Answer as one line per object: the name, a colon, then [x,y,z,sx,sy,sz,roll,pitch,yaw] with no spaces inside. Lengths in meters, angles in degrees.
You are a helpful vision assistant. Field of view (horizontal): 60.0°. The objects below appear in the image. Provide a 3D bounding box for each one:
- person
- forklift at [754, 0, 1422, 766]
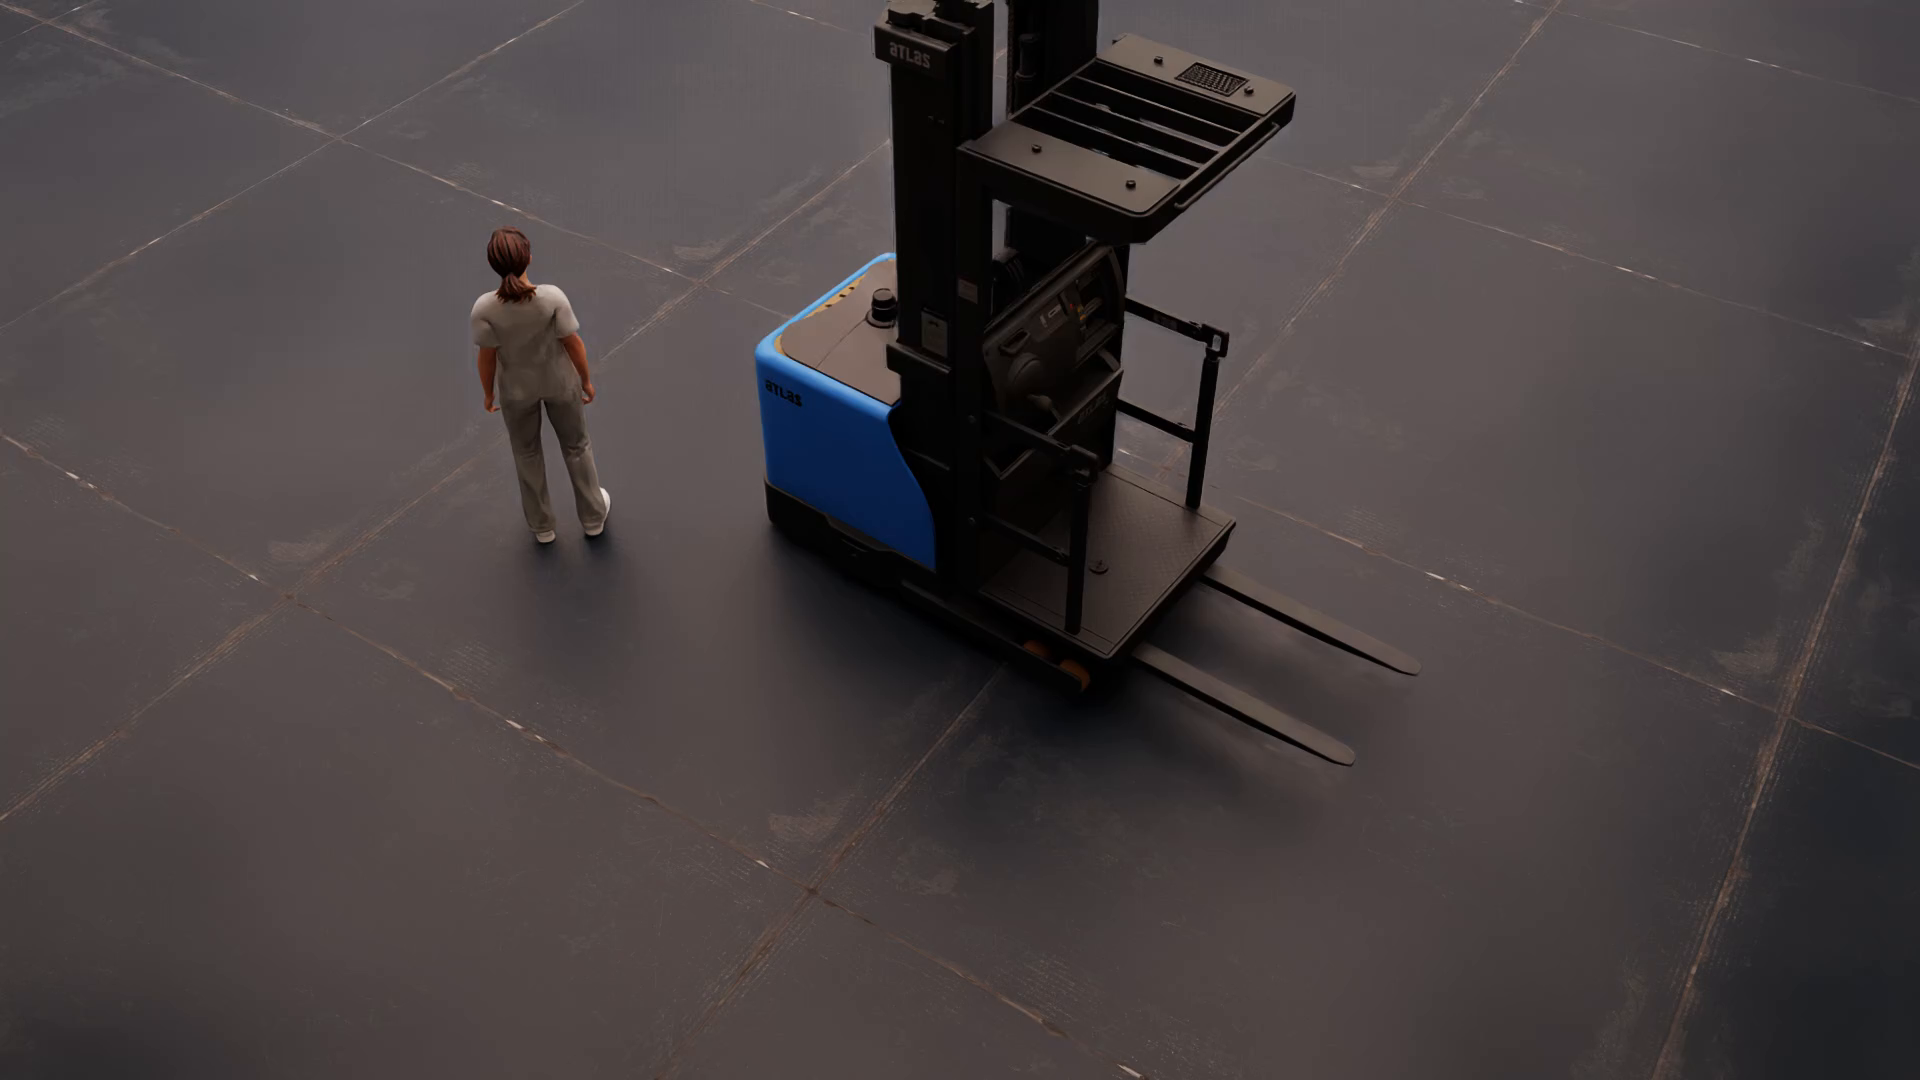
person: [-1.902,-0.685,7.489,0.494,1.670,0.366,-11,45,-11]
forklift: [0.558,-0.798,6.690,3.031,2.935,1.130,27,50,26]
